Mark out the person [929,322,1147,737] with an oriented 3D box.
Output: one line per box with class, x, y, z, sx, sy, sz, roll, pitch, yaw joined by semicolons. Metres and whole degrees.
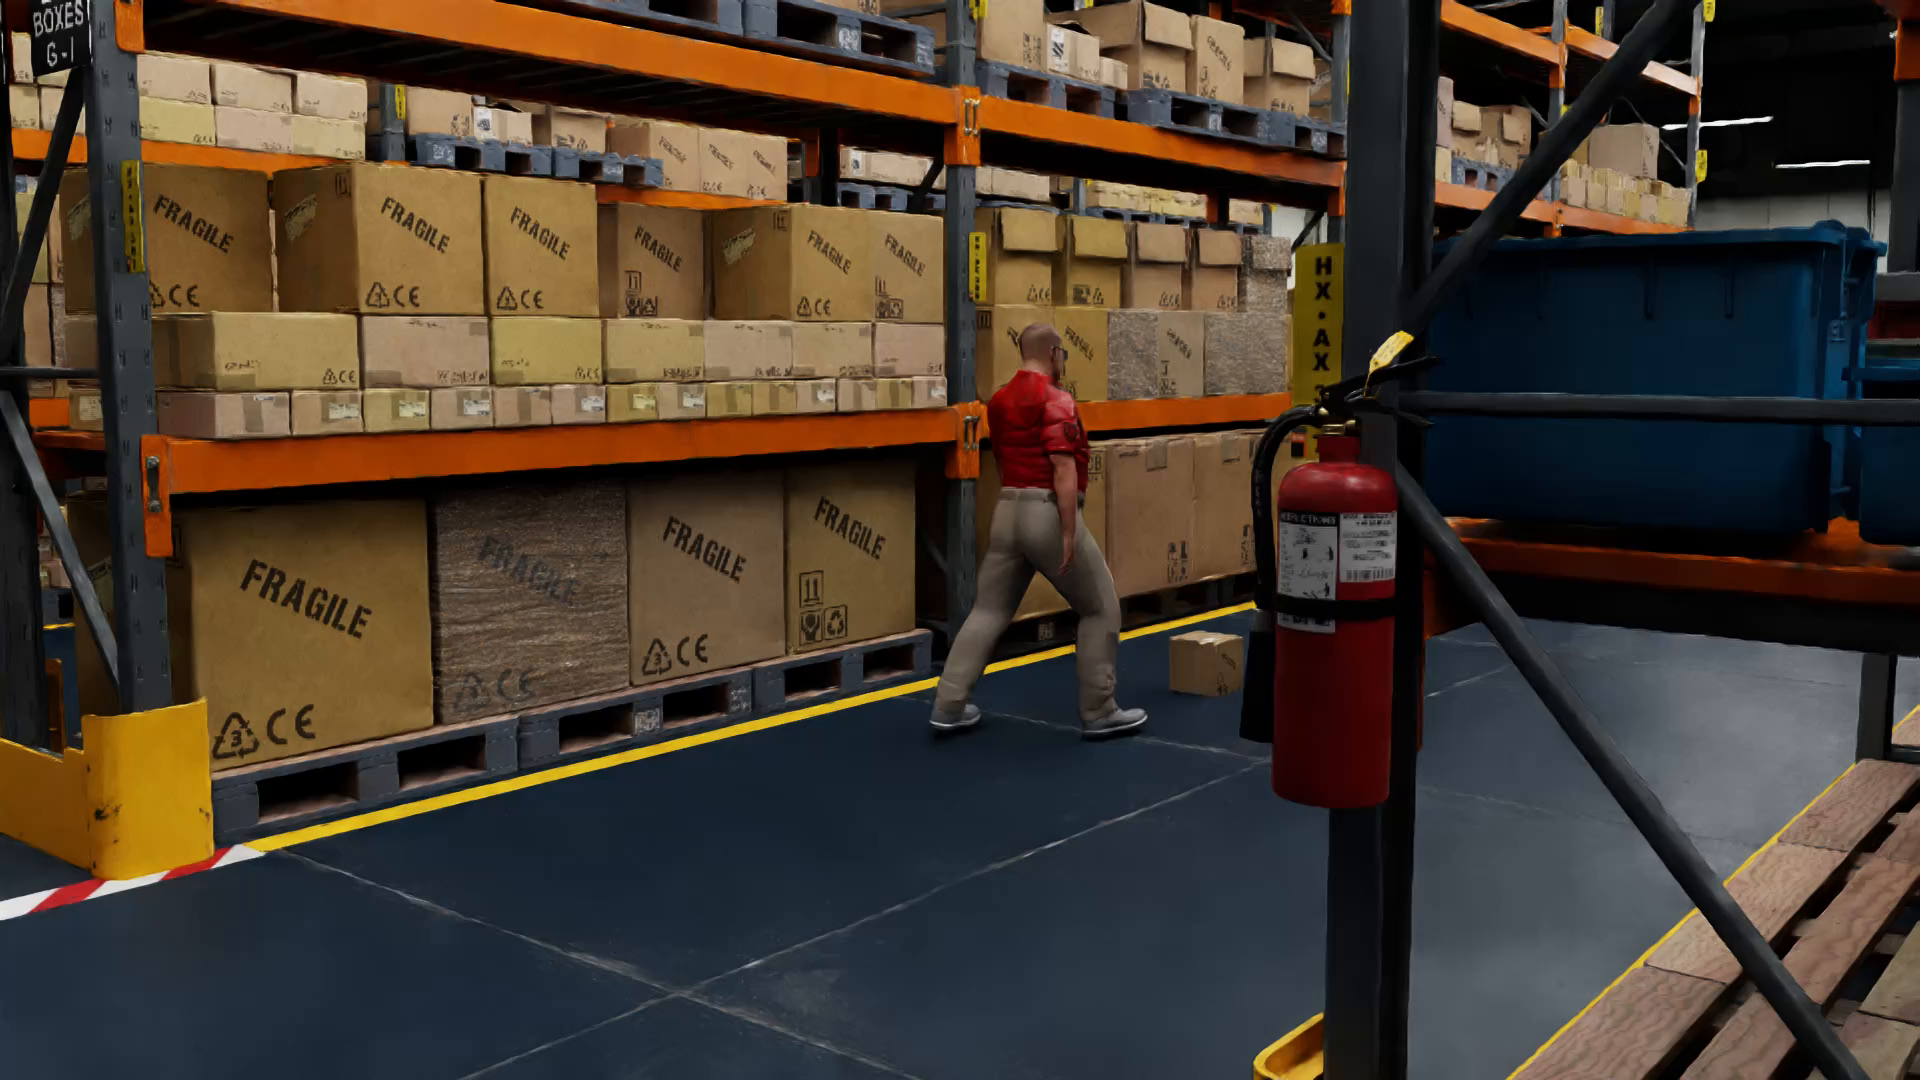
person;0.309;-0.046;6.803;0.806;1.679;0.615;-6;9;-40
